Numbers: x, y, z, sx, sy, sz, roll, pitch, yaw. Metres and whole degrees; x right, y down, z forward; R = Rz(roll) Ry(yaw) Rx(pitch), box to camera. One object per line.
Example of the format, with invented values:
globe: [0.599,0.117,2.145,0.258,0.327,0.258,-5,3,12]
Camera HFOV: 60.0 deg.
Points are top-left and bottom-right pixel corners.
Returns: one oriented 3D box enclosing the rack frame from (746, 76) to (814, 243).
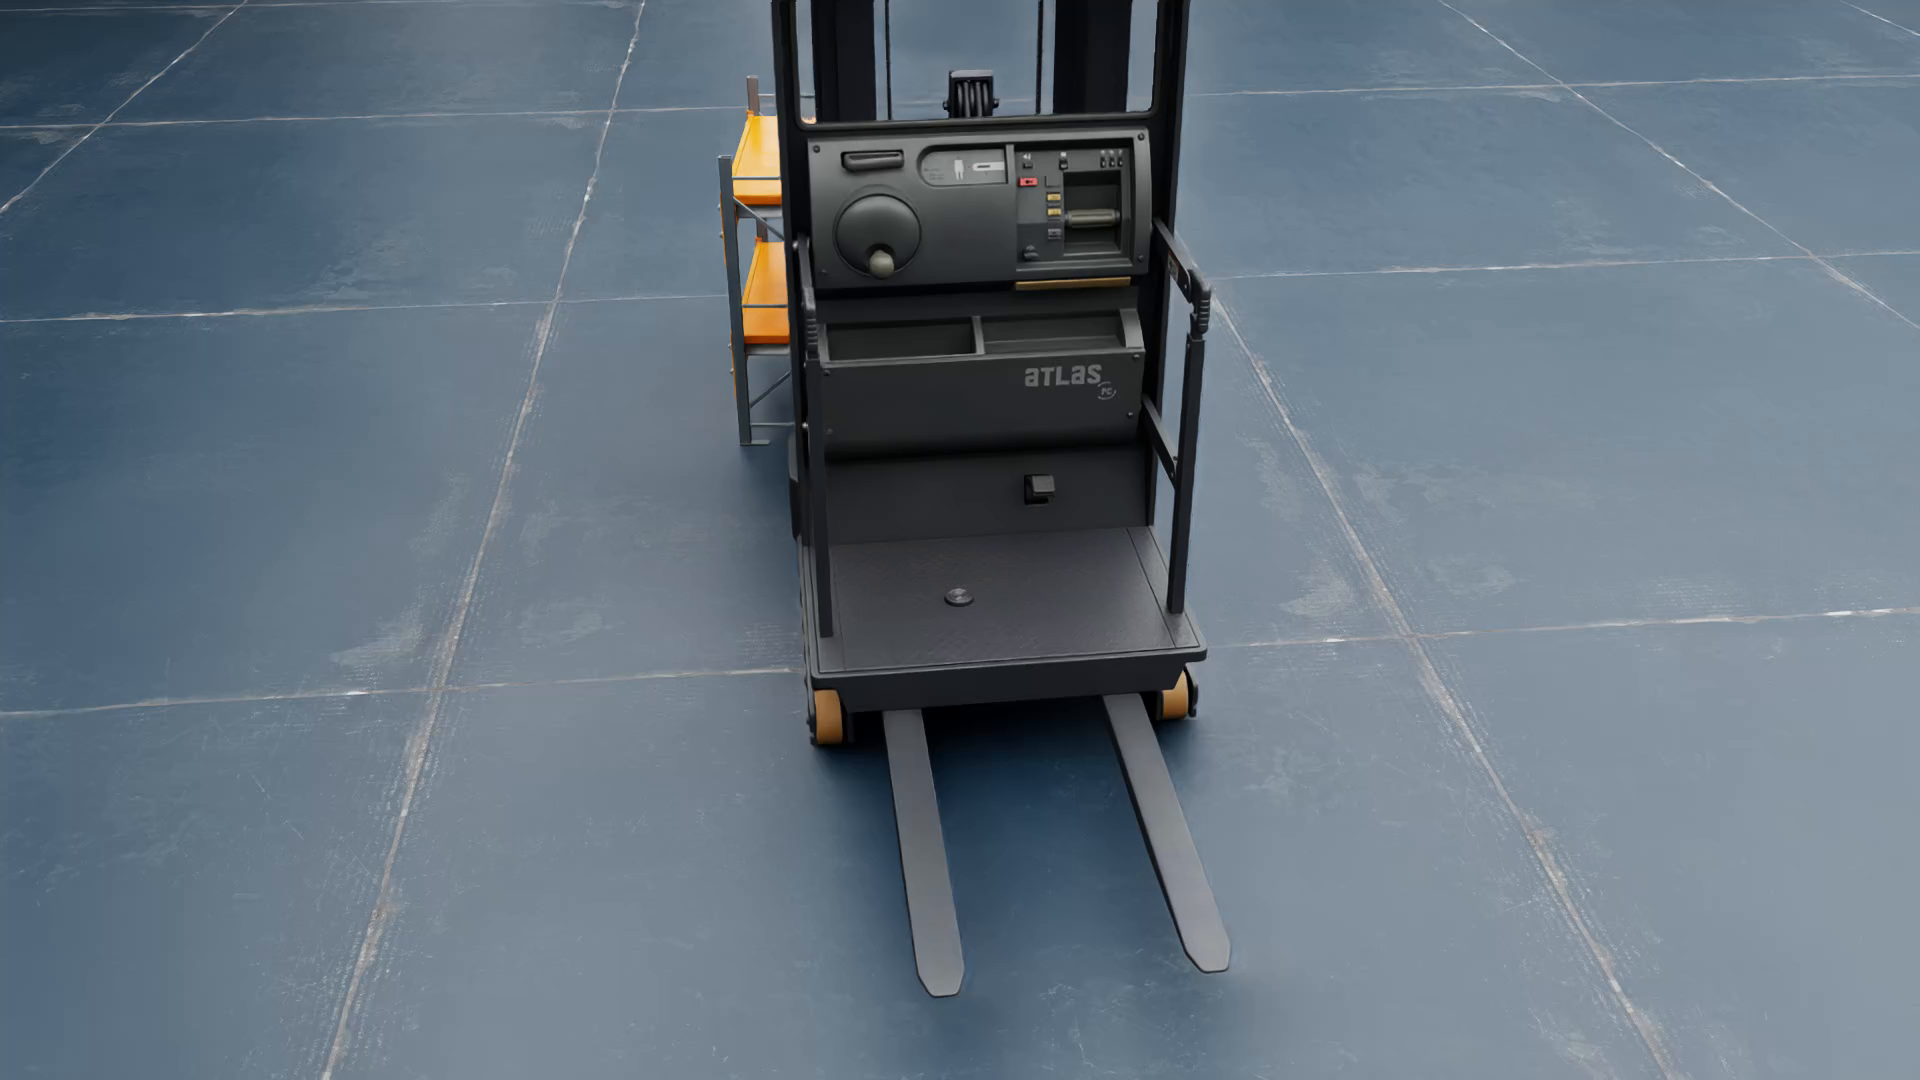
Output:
rack frame: [-0.605,-1.375,6.956,0.500,1.125,0.032,0,31,-1]

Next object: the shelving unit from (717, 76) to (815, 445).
shelving unit: [-0.598,-1.115,6.519,0.538,1.125,1.048,0,31,-1]

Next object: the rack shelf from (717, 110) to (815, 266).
rack shelf: [-0.598,-1.366,6.369,0.538,0.278,1.000,0,31,-1]

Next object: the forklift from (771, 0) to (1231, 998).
forklift: [0.086,-0.858,4.329,1.130,2.935,3.031,-4,31,-6]

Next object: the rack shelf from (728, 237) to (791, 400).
rack shelf: [-0.598,-0.905,6.645,0.538,0.278,1.000,0,31,-1]

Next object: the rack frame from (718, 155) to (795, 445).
rack frame: [-0.591,-0.854,6.083,0.500,1.125,0.032,0,31,-1]
